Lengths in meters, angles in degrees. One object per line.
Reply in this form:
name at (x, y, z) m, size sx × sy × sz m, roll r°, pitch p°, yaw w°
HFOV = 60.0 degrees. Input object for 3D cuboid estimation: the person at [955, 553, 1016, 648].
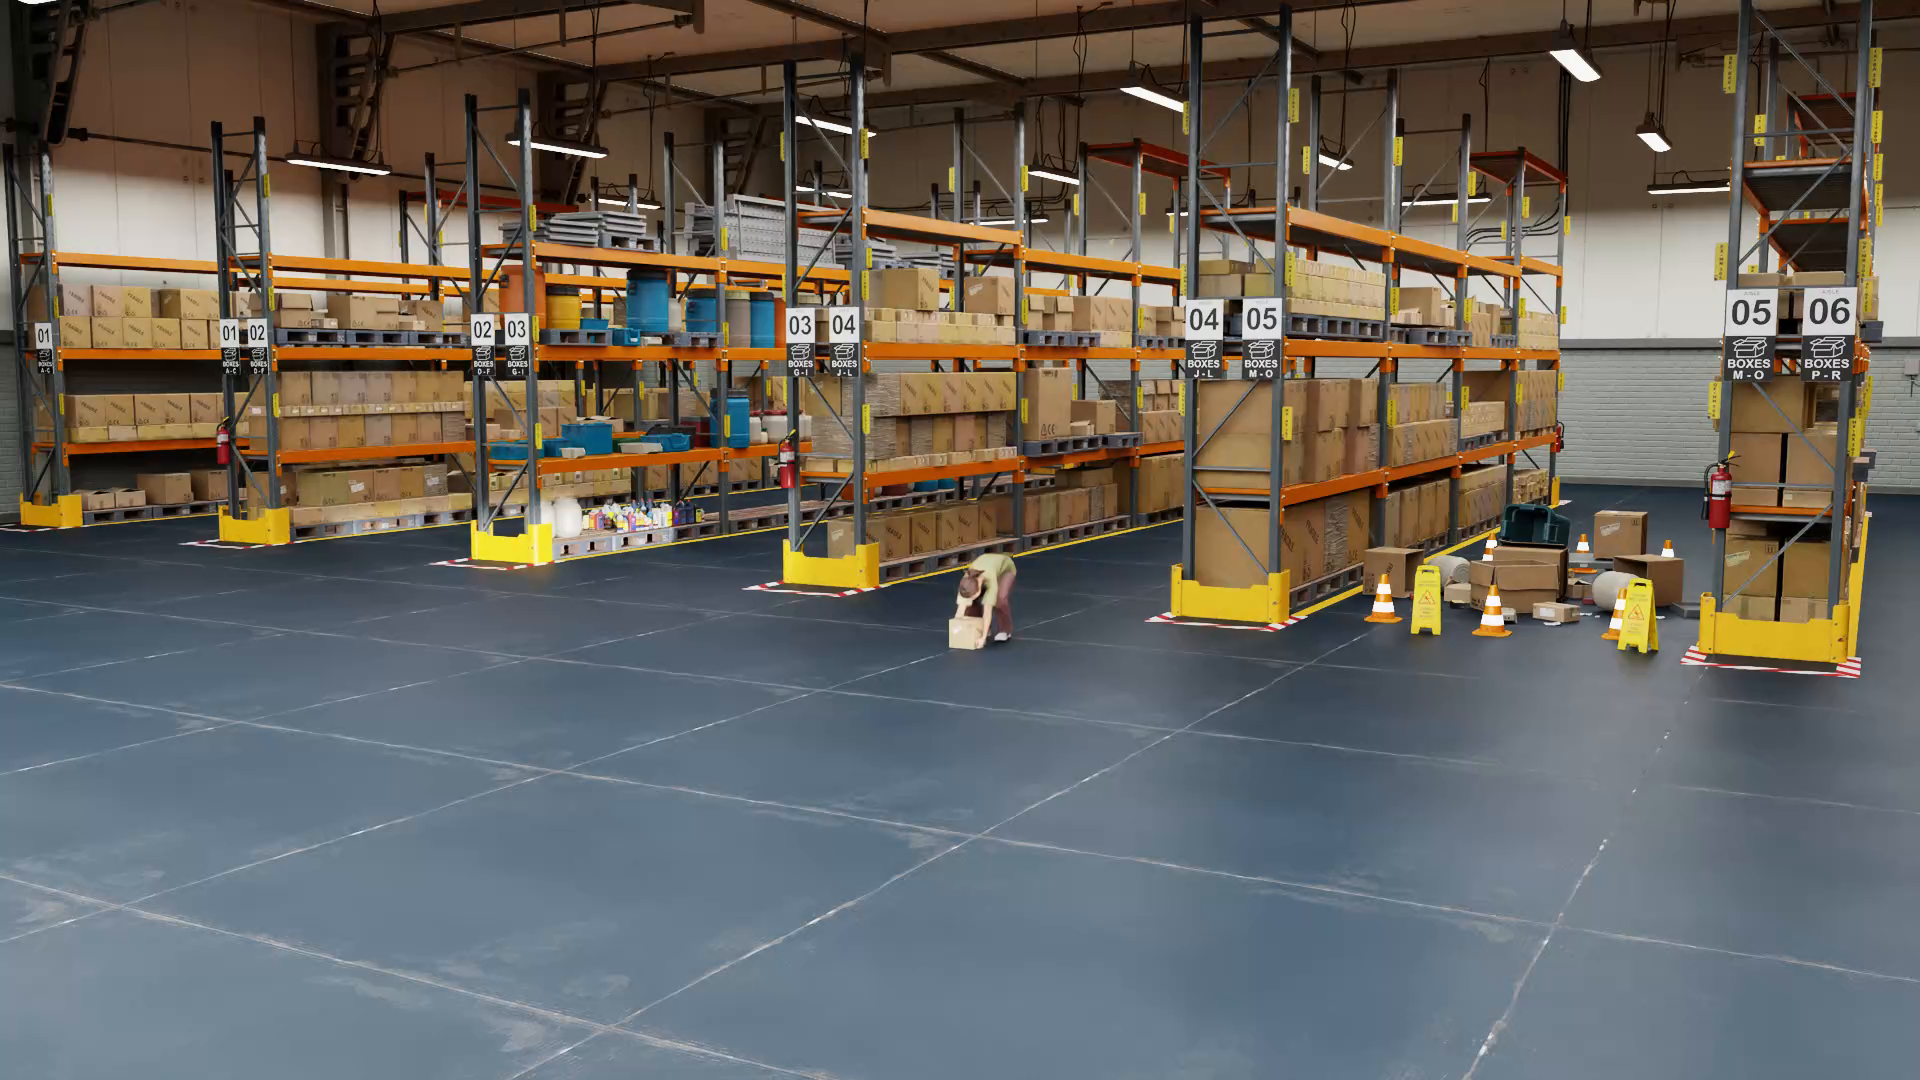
person at (0.229, 0.552, 15.361) m, size 0.475 × 0.817 × 0.860 m, roll 3°, pitch 7°, yaw 26°
